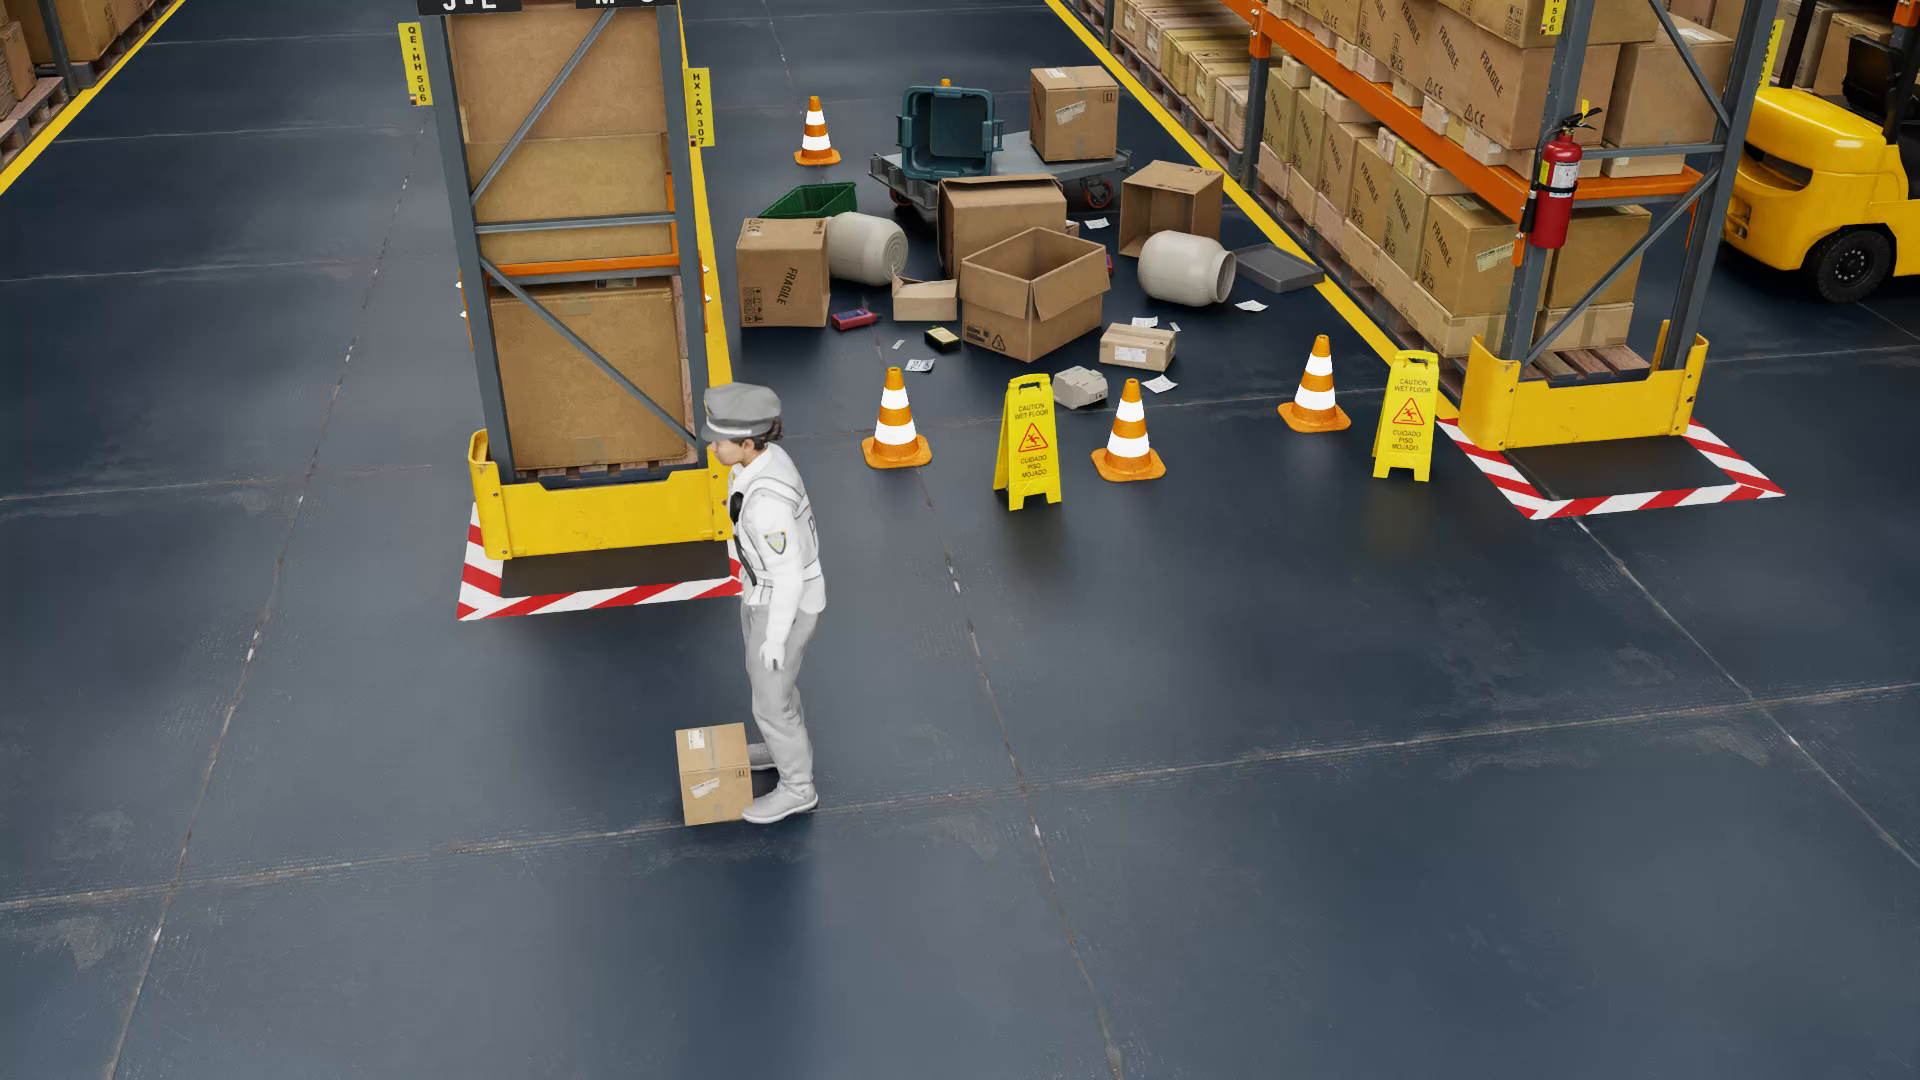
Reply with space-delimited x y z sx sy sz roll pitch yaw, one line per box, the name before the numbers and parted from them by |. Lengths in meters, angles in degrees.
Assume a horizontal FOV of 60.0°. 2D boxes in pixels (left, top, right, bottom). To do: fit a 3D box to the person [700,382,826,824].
person | -0.657 0.225 5.754 0.374 1.662 0.539 -7 32 -12
